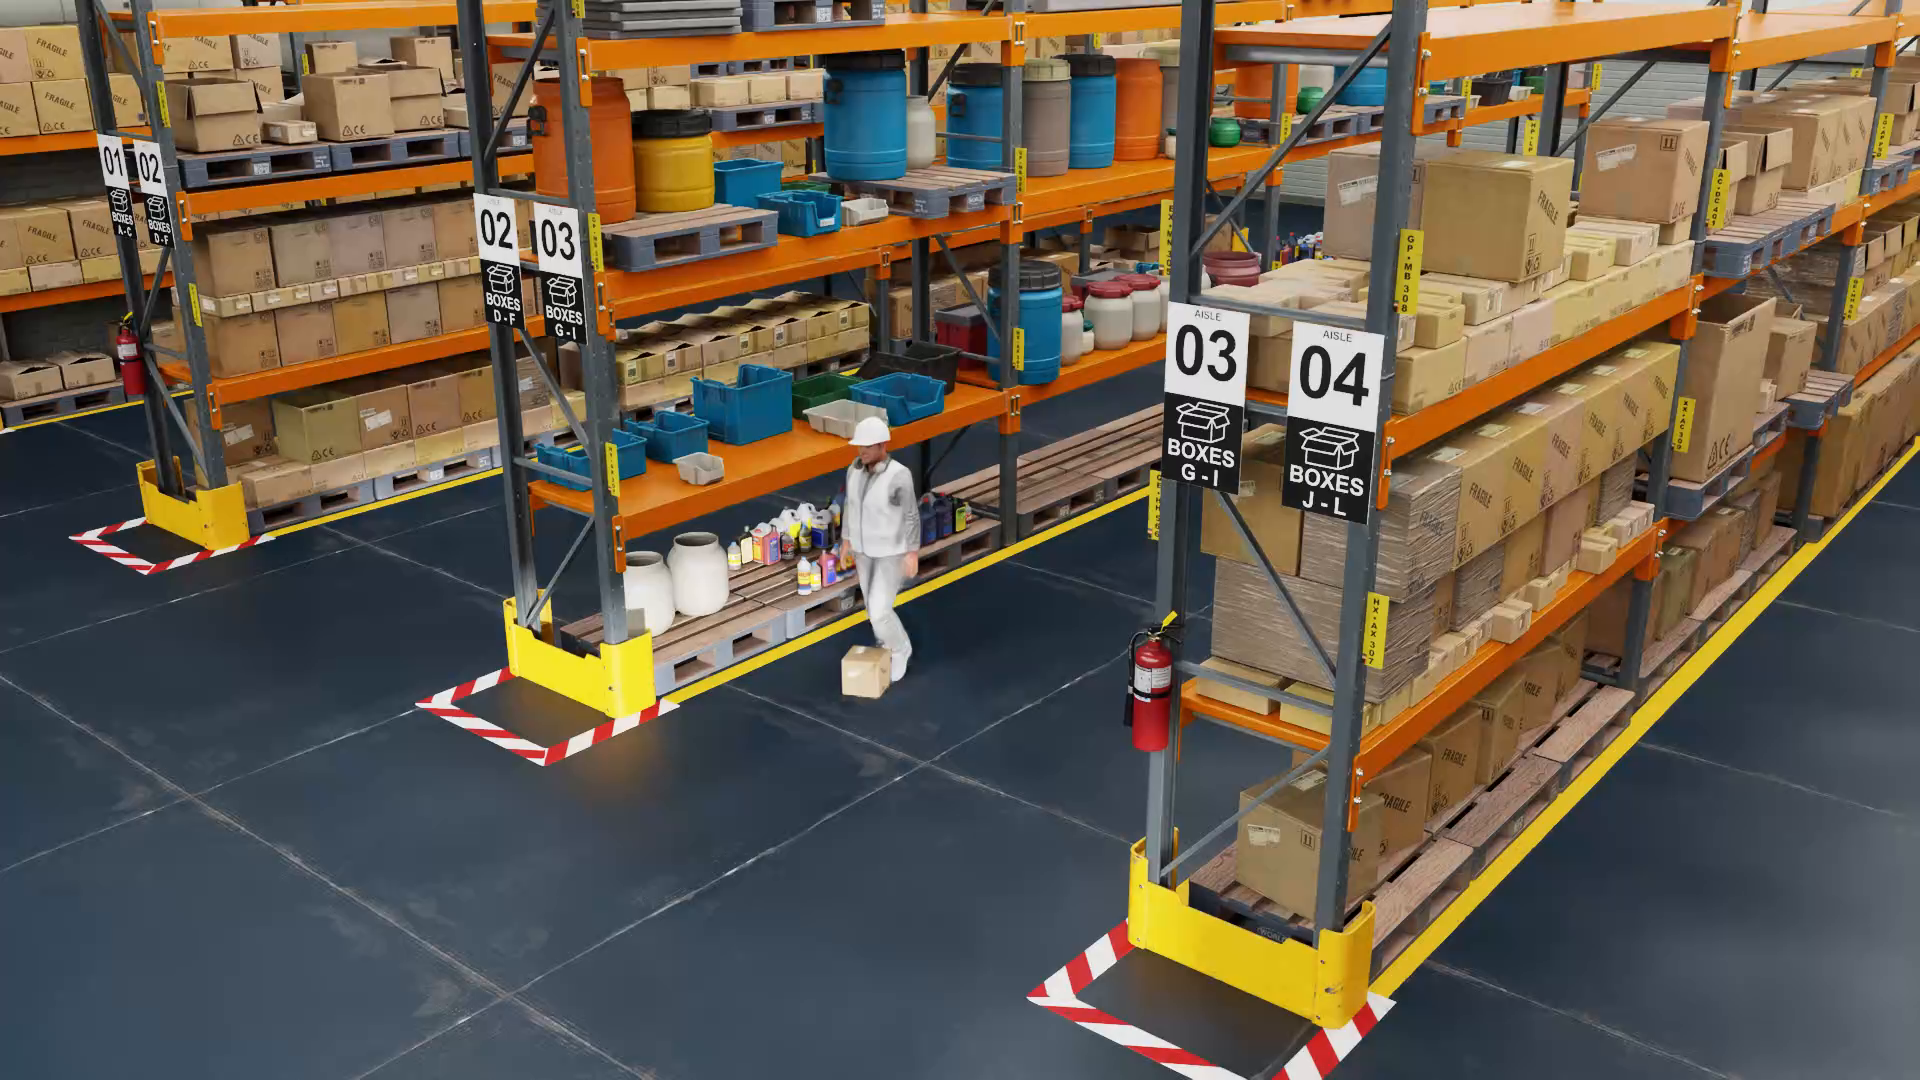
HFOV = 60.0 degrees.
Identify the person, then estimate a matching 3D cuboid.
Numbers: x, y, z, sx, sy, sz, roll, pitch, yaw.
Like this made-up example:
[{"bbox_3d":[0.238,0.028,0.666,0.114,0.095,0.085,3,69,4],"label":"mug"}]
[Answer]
[{"bbox_3d":[-0.525,0.073,10.838,0.557,1.811,0.460,16,26,38],"label":"person"}]
